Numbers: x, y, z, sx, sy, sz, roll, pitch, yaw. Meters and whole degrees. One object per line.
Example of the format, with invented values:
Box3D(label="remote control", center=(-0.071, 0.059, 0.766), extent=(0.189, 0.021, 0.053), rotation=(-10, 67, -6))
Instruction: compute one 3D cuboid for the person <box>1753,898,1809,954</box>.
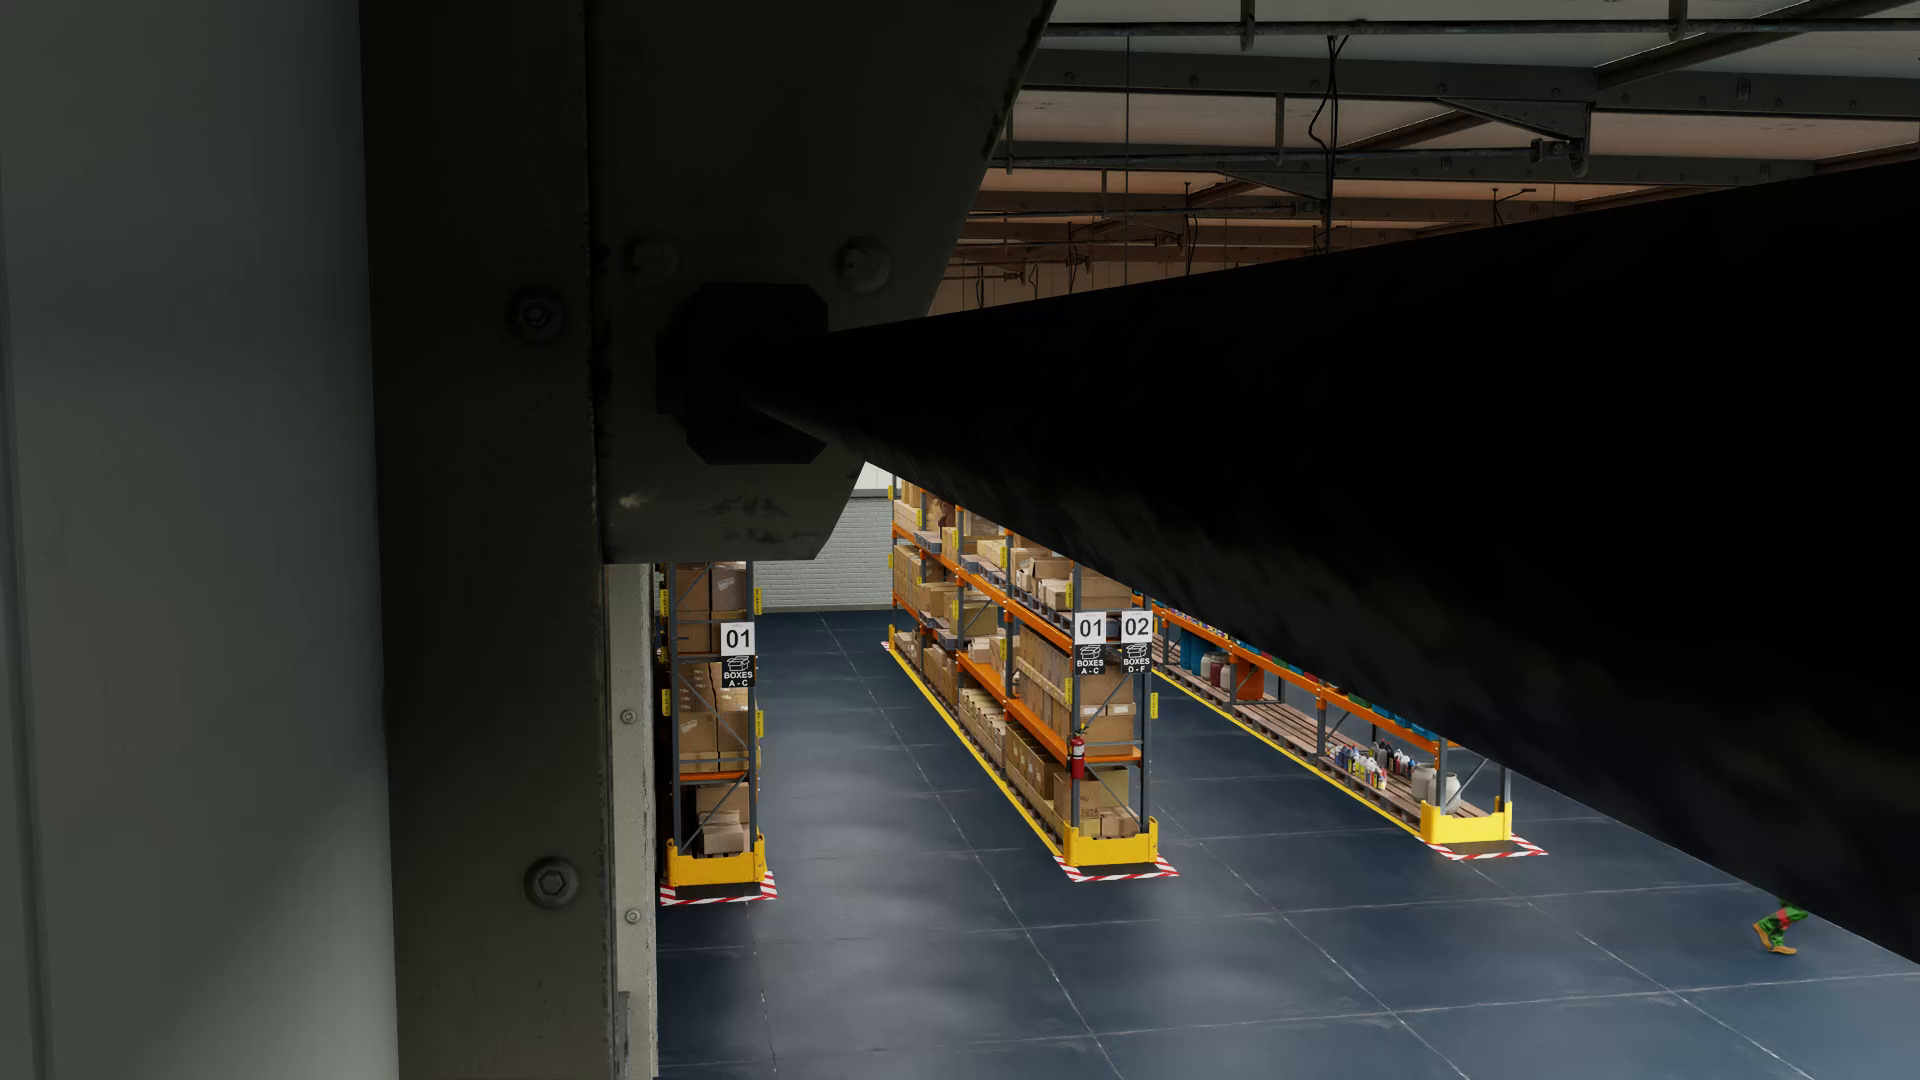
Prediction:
Box3D(label="person", center=(8.790, 3.548, 17.752), extent=(0.590, 1.751, 0.673), rotation=(2, 6, 15))
